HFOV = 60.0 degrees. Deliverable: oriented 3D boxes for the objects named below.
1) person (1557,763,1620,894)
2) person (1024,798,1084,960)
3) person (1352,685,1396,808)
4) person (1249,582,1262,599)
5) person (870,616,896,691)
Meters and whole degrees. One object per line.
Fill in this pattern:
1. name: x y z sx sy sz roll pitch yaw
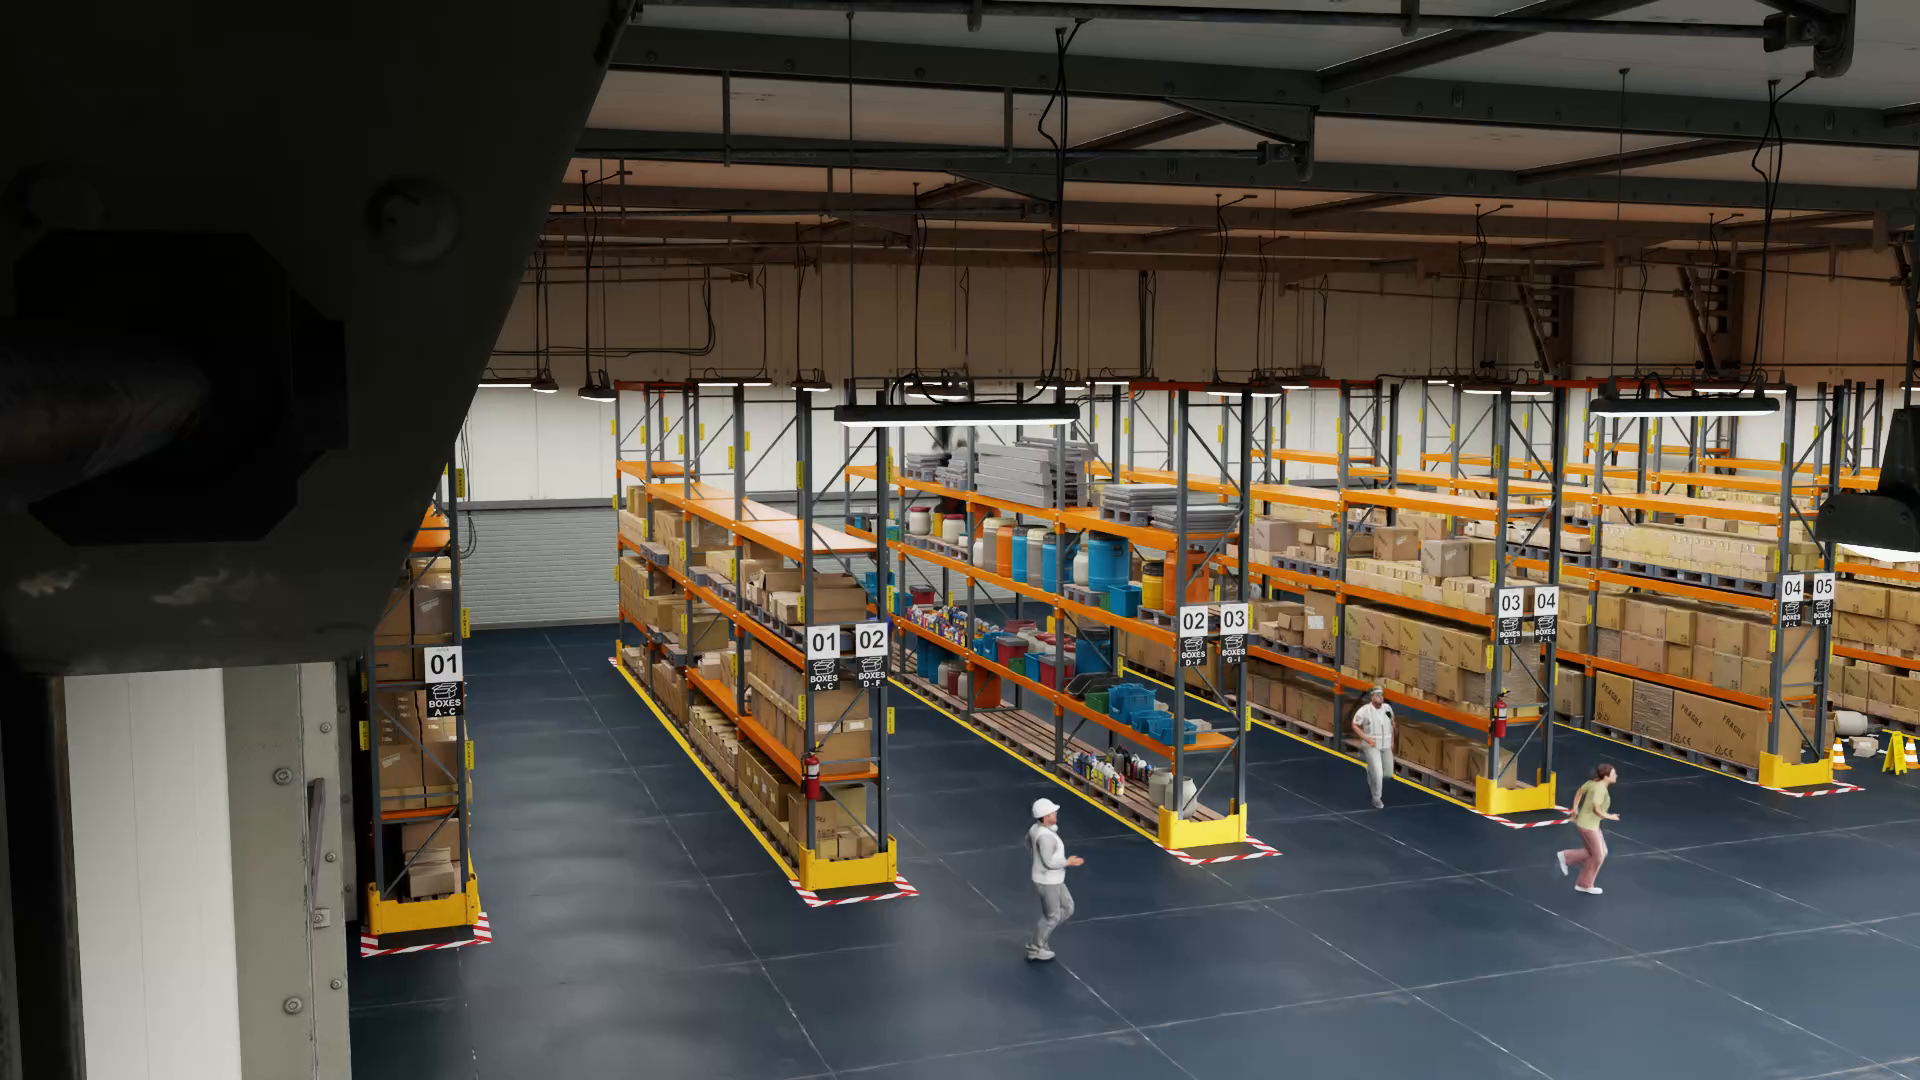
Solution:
1. person: 7.521 3.445 19.897 0.691 1.602 0.562 2 6 19
2. person: 0.998 3.593 17.659 0.617 1.739 0.645 0 6 -1
3. person: 5.985 2.946 24.011 0.680 1.751 0.661 -2 6 -17
4. person: 7.571 1.092 41.933 0.594 1.617 0.563 -5 8 -39
5. person: -1.462 1.974 30.998 0.582 1.630 0.577 -3 7 -23
